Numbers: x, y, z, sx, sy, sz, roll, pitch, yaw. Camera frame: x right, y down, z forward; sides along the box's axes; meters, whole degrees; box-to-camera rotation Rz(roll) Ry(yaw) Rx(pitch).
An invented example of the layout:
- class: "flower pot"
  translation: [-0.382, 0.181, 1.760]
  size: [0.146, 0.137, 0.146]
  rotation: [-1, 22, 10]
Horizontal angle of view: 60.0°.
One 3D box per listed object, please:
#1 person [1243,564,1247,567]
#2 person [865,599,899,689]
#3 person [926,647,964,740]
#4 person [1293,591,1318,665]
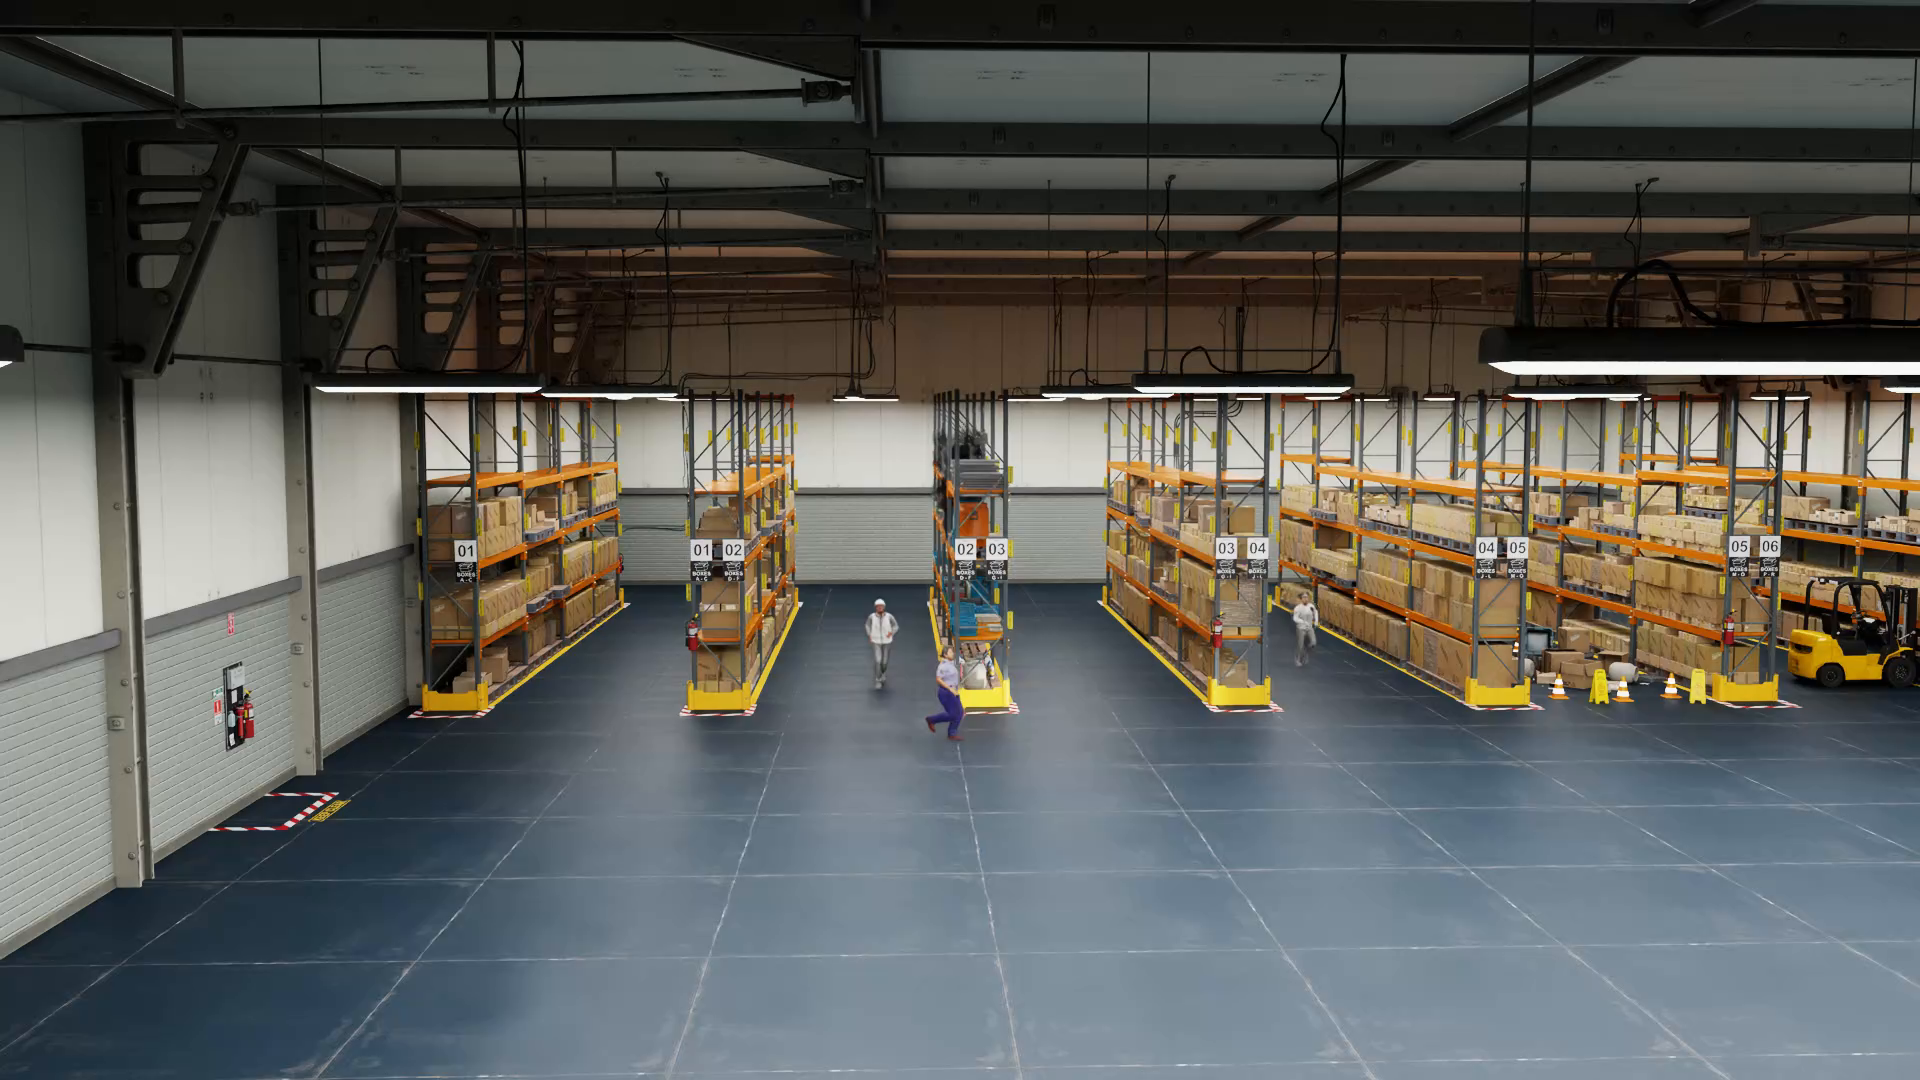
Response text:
- class: "person"
  translation: [7.996, 1.184, 45.135]
  size: [0.726, 1.826, 0.730]
  rotation: [0, 5, 3]
- class: "person"
  translation: [-1.585, 2.095, 33.789]
  size: [0.675, 1.825, 0.774]
  rotation: [0, 5, -4]
- class: "person"
  translation: [-0.245, 2.614, 28.391]
  size: [0.643, 1.605, 0.617]
  rotation: [1, 5, 15]
- class: "person"
  translation: [7.537, 1.932, 36.195]
  size: [0.636, 1.651, 0.767]
  rotation: [-1, 5, -8]
